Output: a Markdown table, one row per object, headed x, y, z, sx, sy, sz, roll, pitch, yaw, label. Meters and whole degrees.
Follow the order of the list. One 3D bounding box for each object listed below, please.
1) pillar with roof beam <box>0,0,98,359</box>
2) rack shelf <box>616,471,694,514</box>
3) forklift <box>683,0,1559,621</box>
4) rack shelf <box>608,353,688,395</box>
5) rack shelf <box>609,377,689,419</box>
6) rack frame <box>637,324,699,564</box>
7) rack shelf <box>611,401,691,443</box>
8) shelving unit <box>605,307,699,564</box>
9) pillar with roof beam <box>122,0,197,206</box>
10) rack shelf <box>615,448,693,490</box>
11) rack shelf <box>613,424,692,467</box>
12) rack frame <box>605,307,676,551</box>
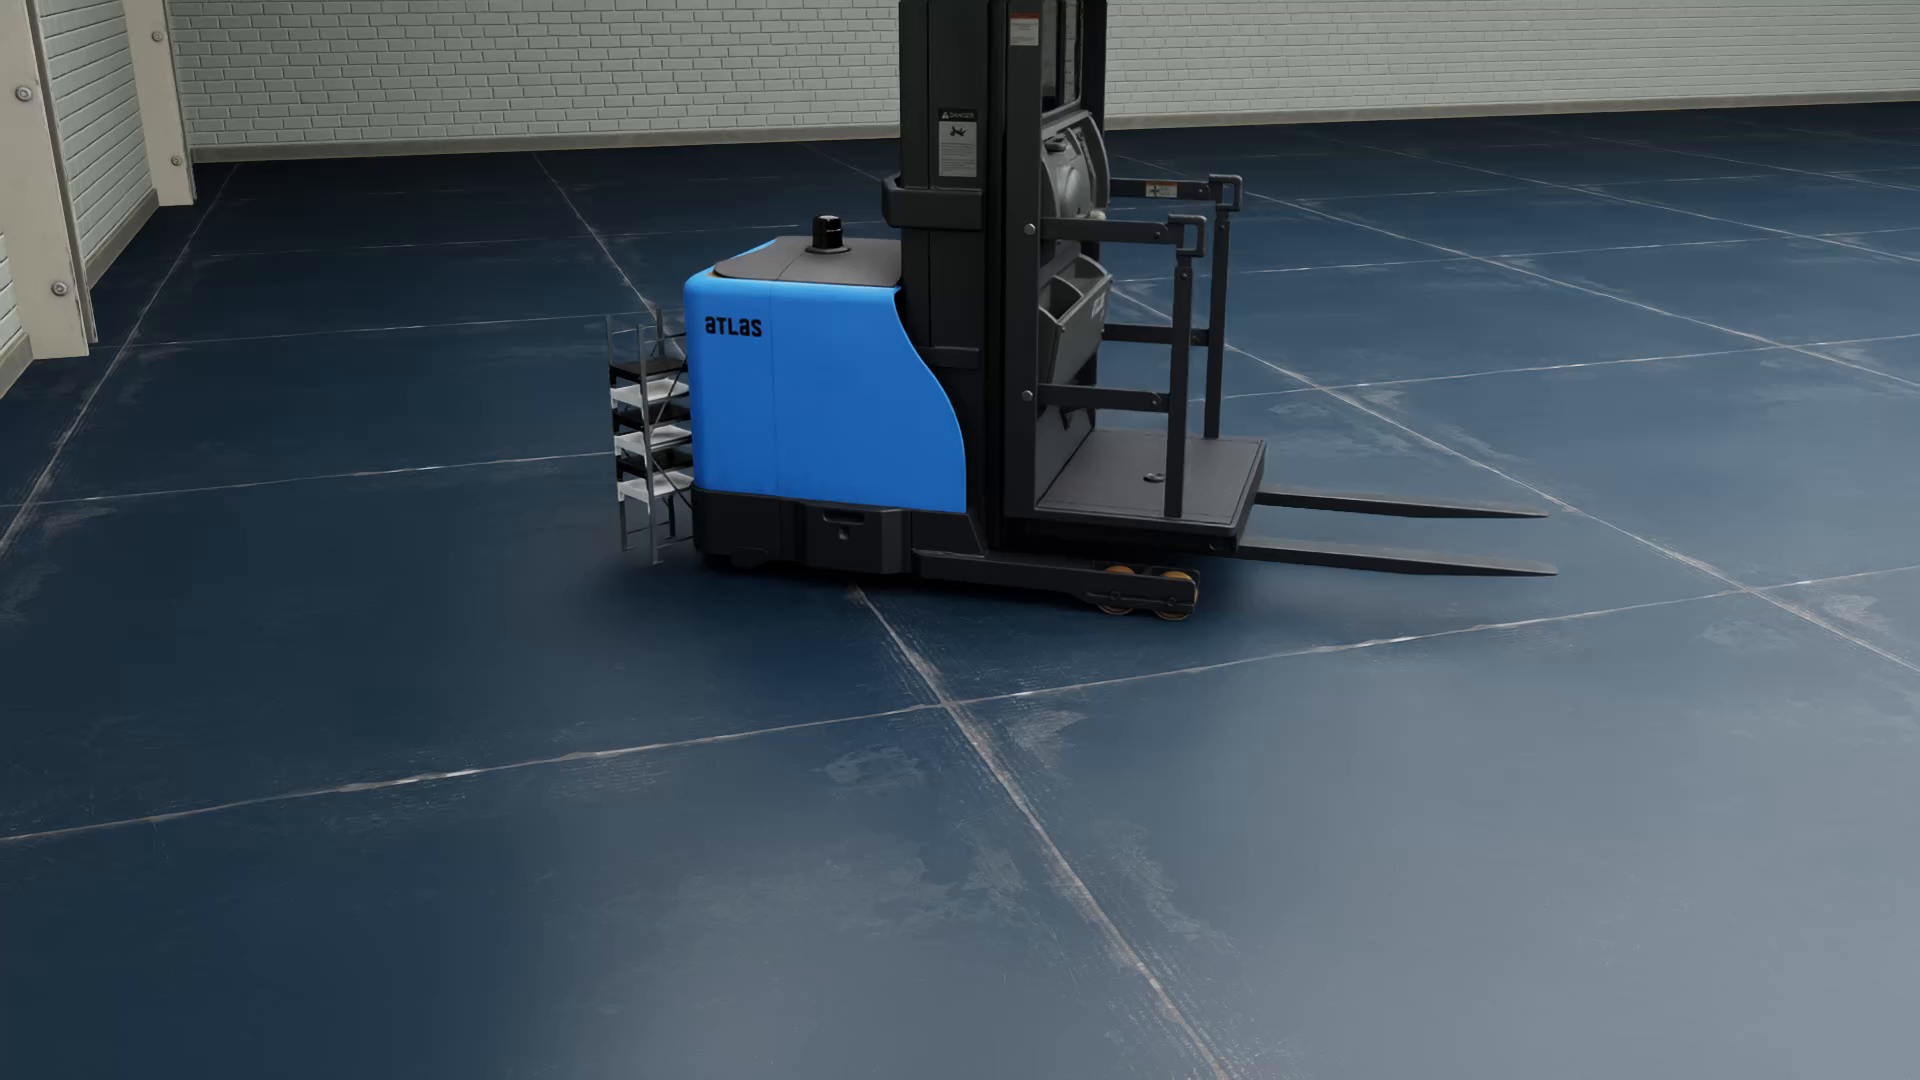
| x | y | z | sx | sy | sz | roll | pitch | yaw | label |
| --- | --- | --- | --- | --- | --- | --- | --- | --- | --- |
| -0.989 | -5.768 | 9.162 | 9.100 | 9.000 | 0.400 | -6 | 21 | -17 | pillar with roof beam |
| -1.122 | -0.185 | 6.232 | 0.258 | 0.077 | 0.200 | -18 | 27 | -41 | rack shelf |
| 0.591 | -1.304 | 5.711 | 3.031 | 2.935 | 1.130 | 5 | 20 | 15 | forklift |
| -1.122 | -0.609 | 6.080 | 0.258 | 0.077 | 0.200 | -18 | 27 | -41 | rack shelf |
| -1.122 | -0.524 | 6.111 | 0.258 | 0.077 | 0.200 | -18 | 27 | -41 | rack shelf |
| -1.051 | -0.361 | 6.091 | 0.240 | 0.900 | 0.006 | -18 | 27 | -41 | rack frame |
| -1.122 | -0.439 | 6.141 | 0.258 | 0.077 | 0.200 | -18 | 27 | -41 | rack shelf |
| -1.122 | -0.386 | 6.160 | 0.258 | 0.900 | 0.210 | -18 | 27 | -41 | shelving unit |
| -2.875 | -7.693 | 14.523 | 9.100 | 9.000 | 0.400 | -6 | 21 | -17 | pillar with roof beam |
| -1.122 | -0.270 | 6.202 | 0.258 | 0.077 | 0.200 | -18 | 27 | -41 | rack shelf |
| -1.122 | -0.355 | 6.171 | 0.258 | 0.077 | 0.200 | -18 | 27 | -41 | rack shelf |
| -1.193 | -0.411 | 6.229 | 0.240 | 0.900 | 0.006 | -18 | 27 | -41 | rack frame |
